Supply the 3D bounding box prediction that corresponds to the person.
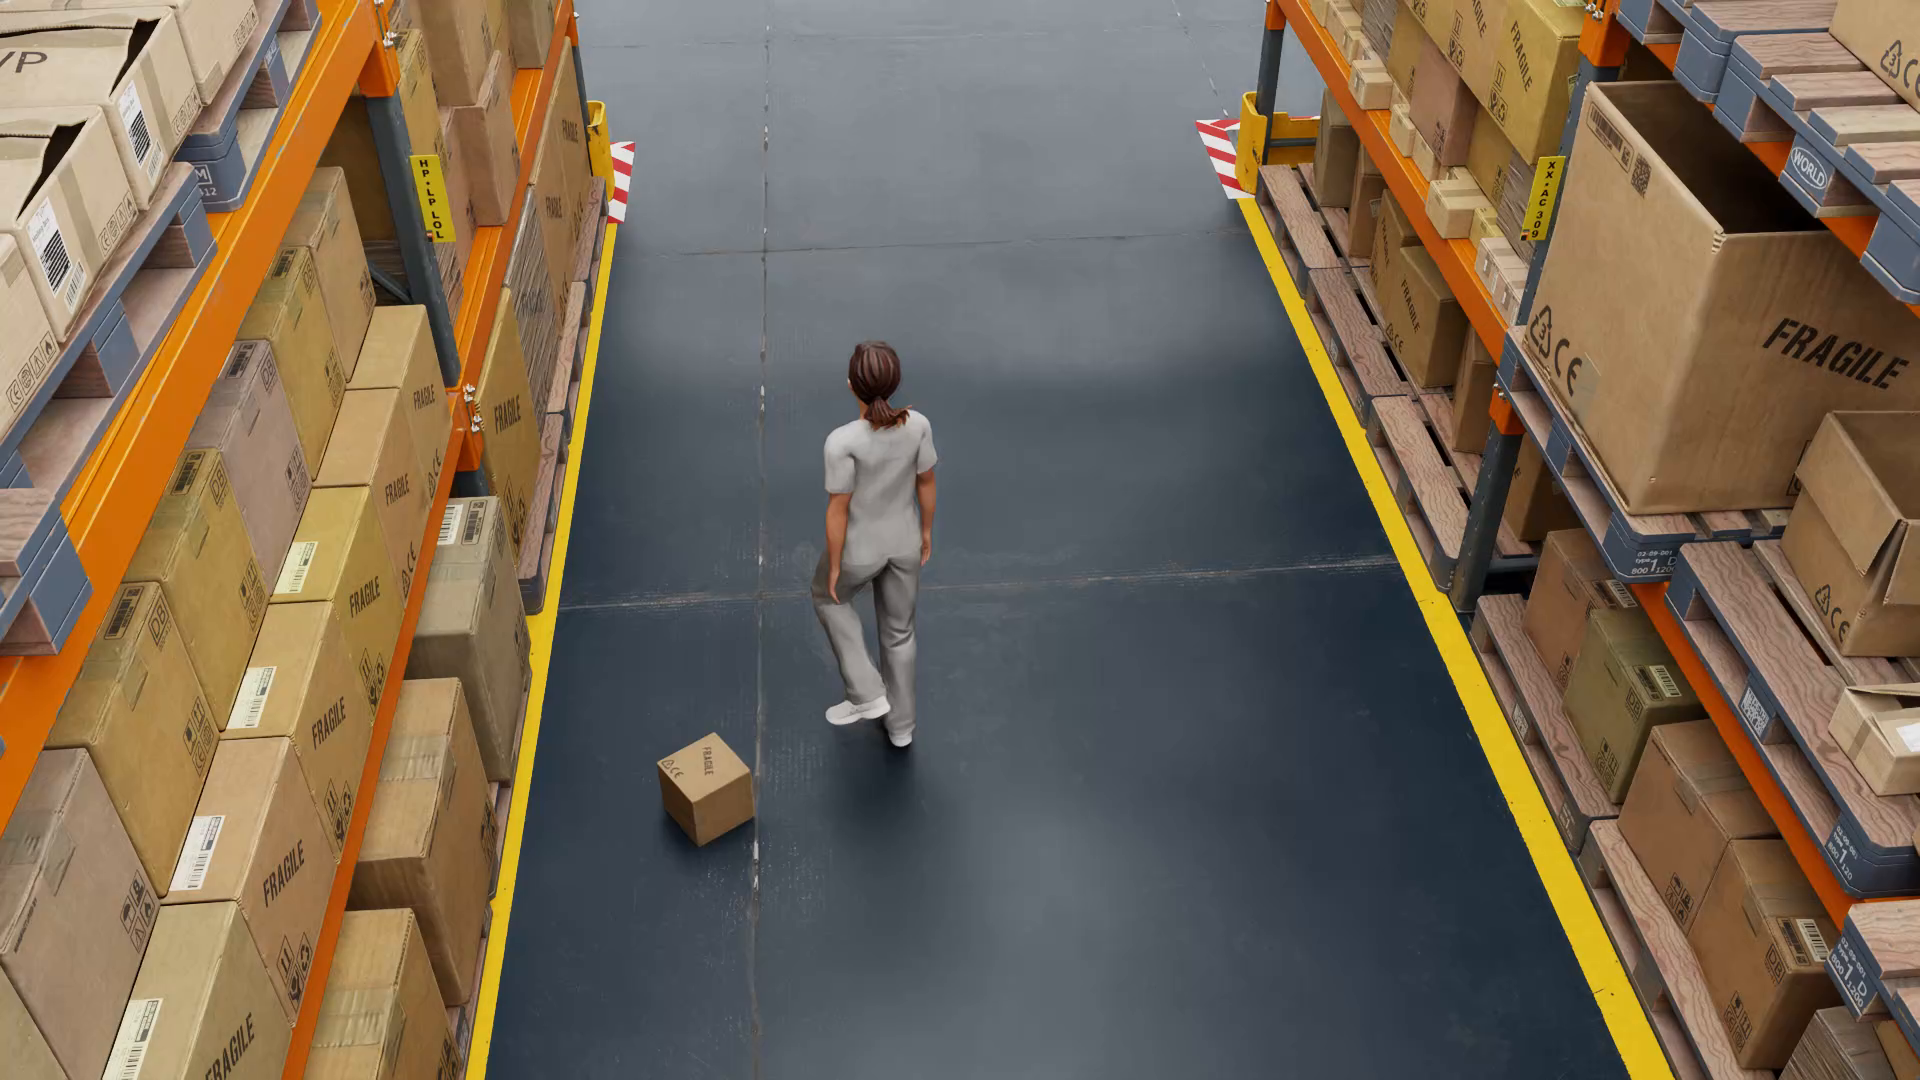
[{"bbox_3d":[-0.301,0.030,6.098,0.493,1.657,0.479,-16,42,-19],"label":"person"}]
